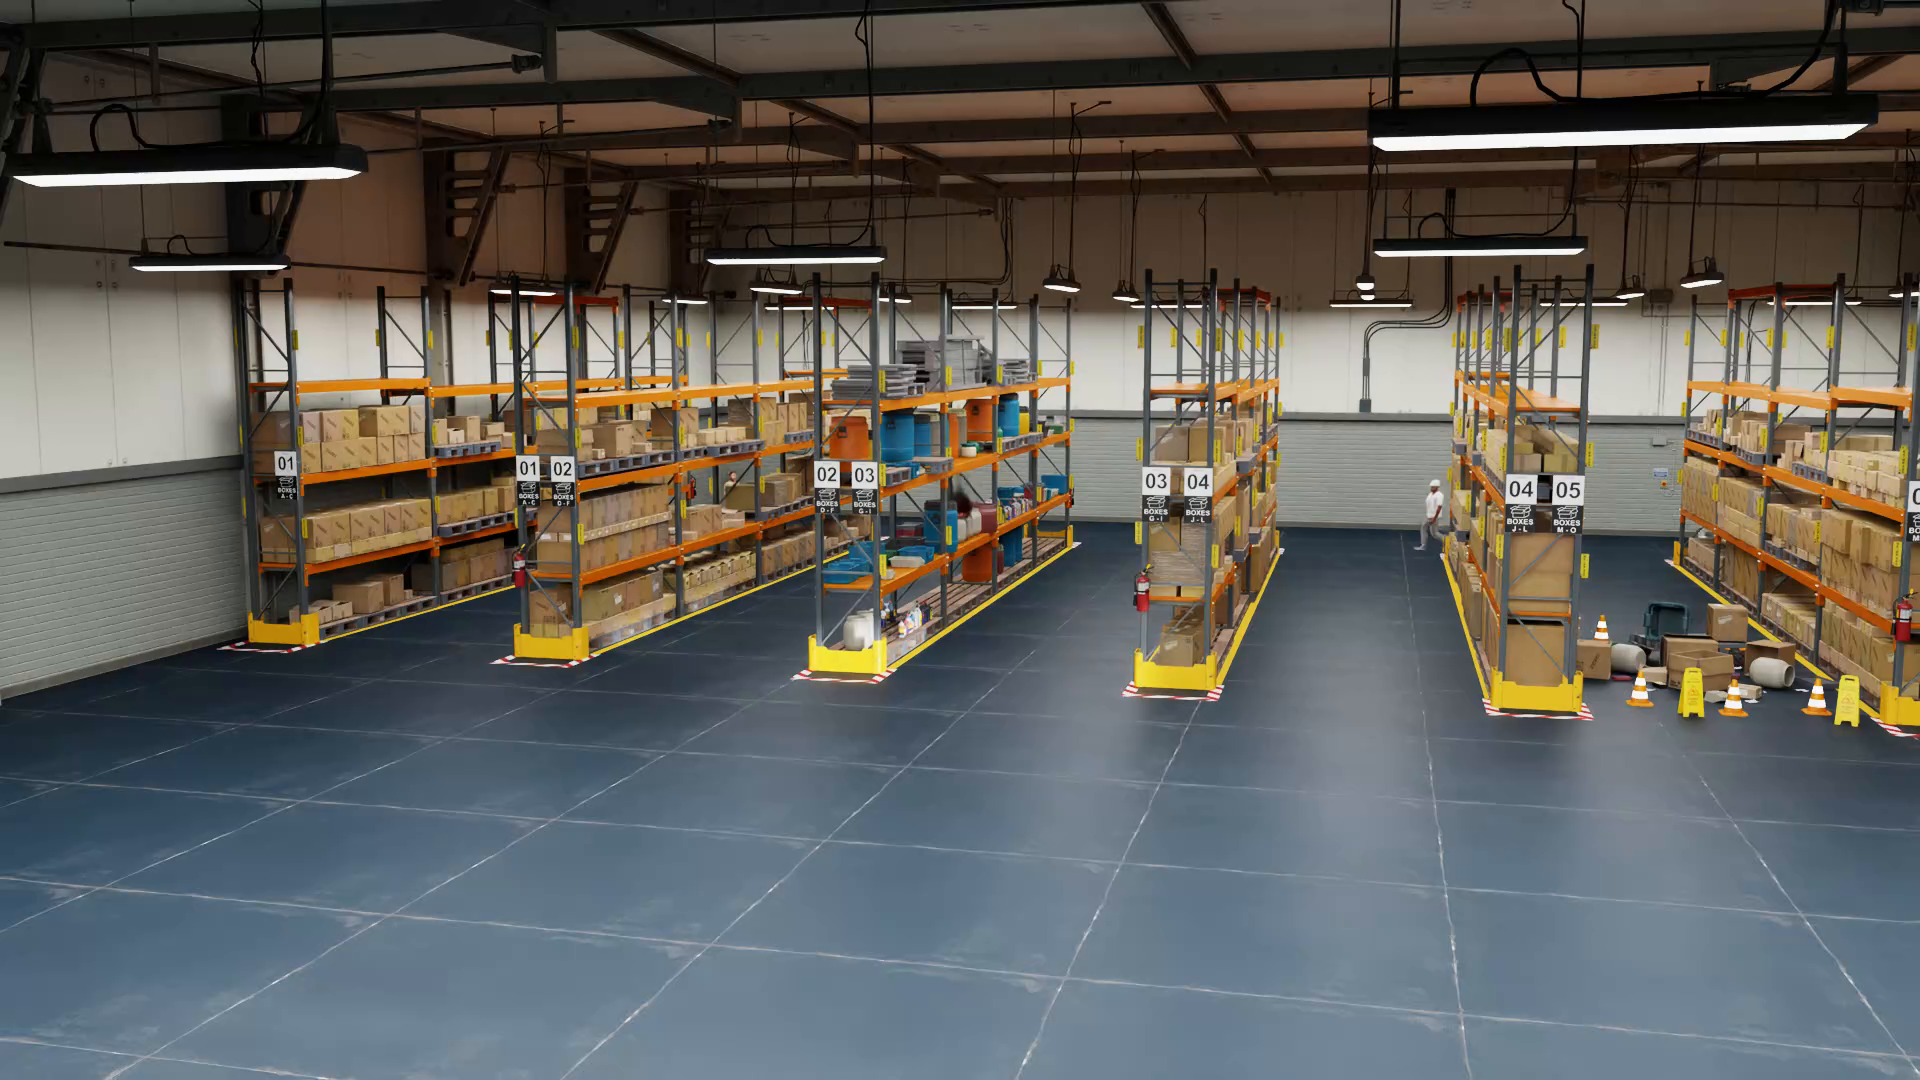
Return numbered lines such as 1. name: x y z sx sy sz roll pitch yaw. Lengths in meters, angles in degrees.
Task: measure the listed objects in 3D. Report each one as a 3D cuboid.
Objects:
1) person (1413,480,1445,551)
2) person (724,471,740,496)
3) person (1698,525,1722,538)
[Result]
1. person: 11.225 -0.573 39.341 0.885 1.722 0.657 1 7 5
2. person: -5.843 -0.978 42.961 0.496 1.621 0.956 -2 7 -17
3. person: 17.888 -0.597 39.498 1.031 1.749 0.586 -1 7 -5
